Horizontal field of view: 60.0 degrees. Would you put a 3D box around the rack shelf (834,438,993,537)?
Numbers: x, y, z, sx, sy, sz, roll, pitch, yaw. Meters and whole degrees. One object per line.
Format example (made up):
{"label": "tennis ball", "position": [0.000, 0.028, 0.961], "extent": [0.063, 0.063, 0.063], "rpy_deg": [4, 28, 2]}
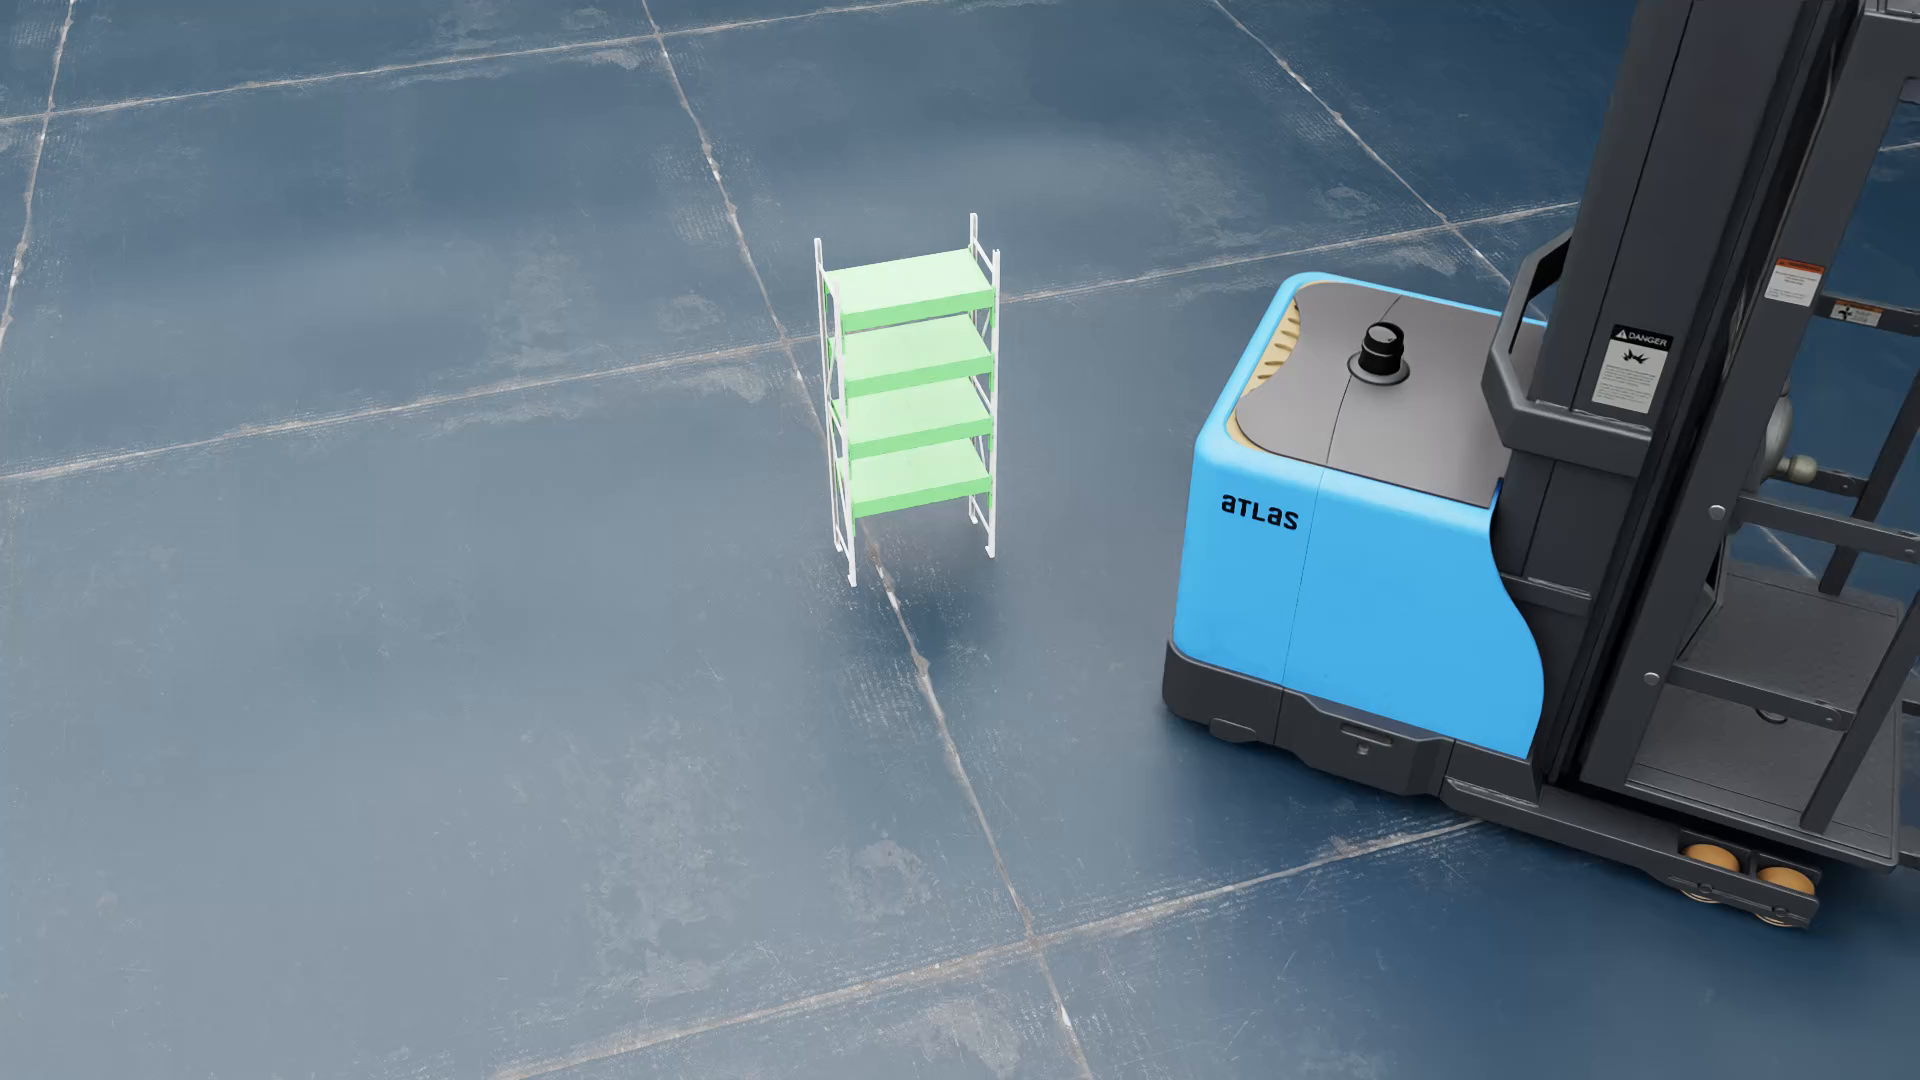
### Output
{"label": "rack shelf", "position": [-0.158, -0.190, 5.518], "extent": [0.480, 0.148, 0.258], "rpy_deg": [-12, 42, -13]}

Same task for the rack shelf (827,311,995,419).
{"label": "rack shelf", "position": [-0.158, -0.552, 5.202], "extent": [0.480, 0.148, 0.258], "rpy_deg": [-12, 42, -13]}

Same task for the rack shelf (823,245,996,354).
{"label": "rack shelf", "position": [-0.158, -0.732, 5.044], "extent": [0.480, 0.148, 0.258], "rpy_deg": [-12, 42, -13]}

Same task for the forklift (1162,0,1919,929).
{"label": "forklift", "position": [2.182, -0.450, 4.038], "extent": [3.031, 2.935, 1.130], "rpy_deg": [16, 44, 18]}

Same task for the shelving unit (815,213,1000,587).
{"label": "shelving unit", "position": [-0.158, -0.419, 5.318], "extent": [0.503, 1.200, 0.258], "rpy_deg": [-12, 42, -13]}

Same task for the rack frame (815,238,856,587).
{"label": "rack frame", "position": [-0.391, -0.371, 5.263], "extent": [0.015, 1.200, 0.240], "rpy_deg": [-12, 42, -13]}

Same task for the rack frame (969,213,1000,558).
{"label": "rack frame", "position": [0.075, -0.467, 5.373], "extent": [0.015, 1.200, 0.240], "rpy_deg": [-12, 42, -13]}

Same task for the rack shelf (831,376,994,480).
{"label": "rack shelf", "position": [-0.158, -0.371, 5.360], "extent": [0.480, 0.148, 0.258], "rpy_deg": [-12, 42, -13]}
